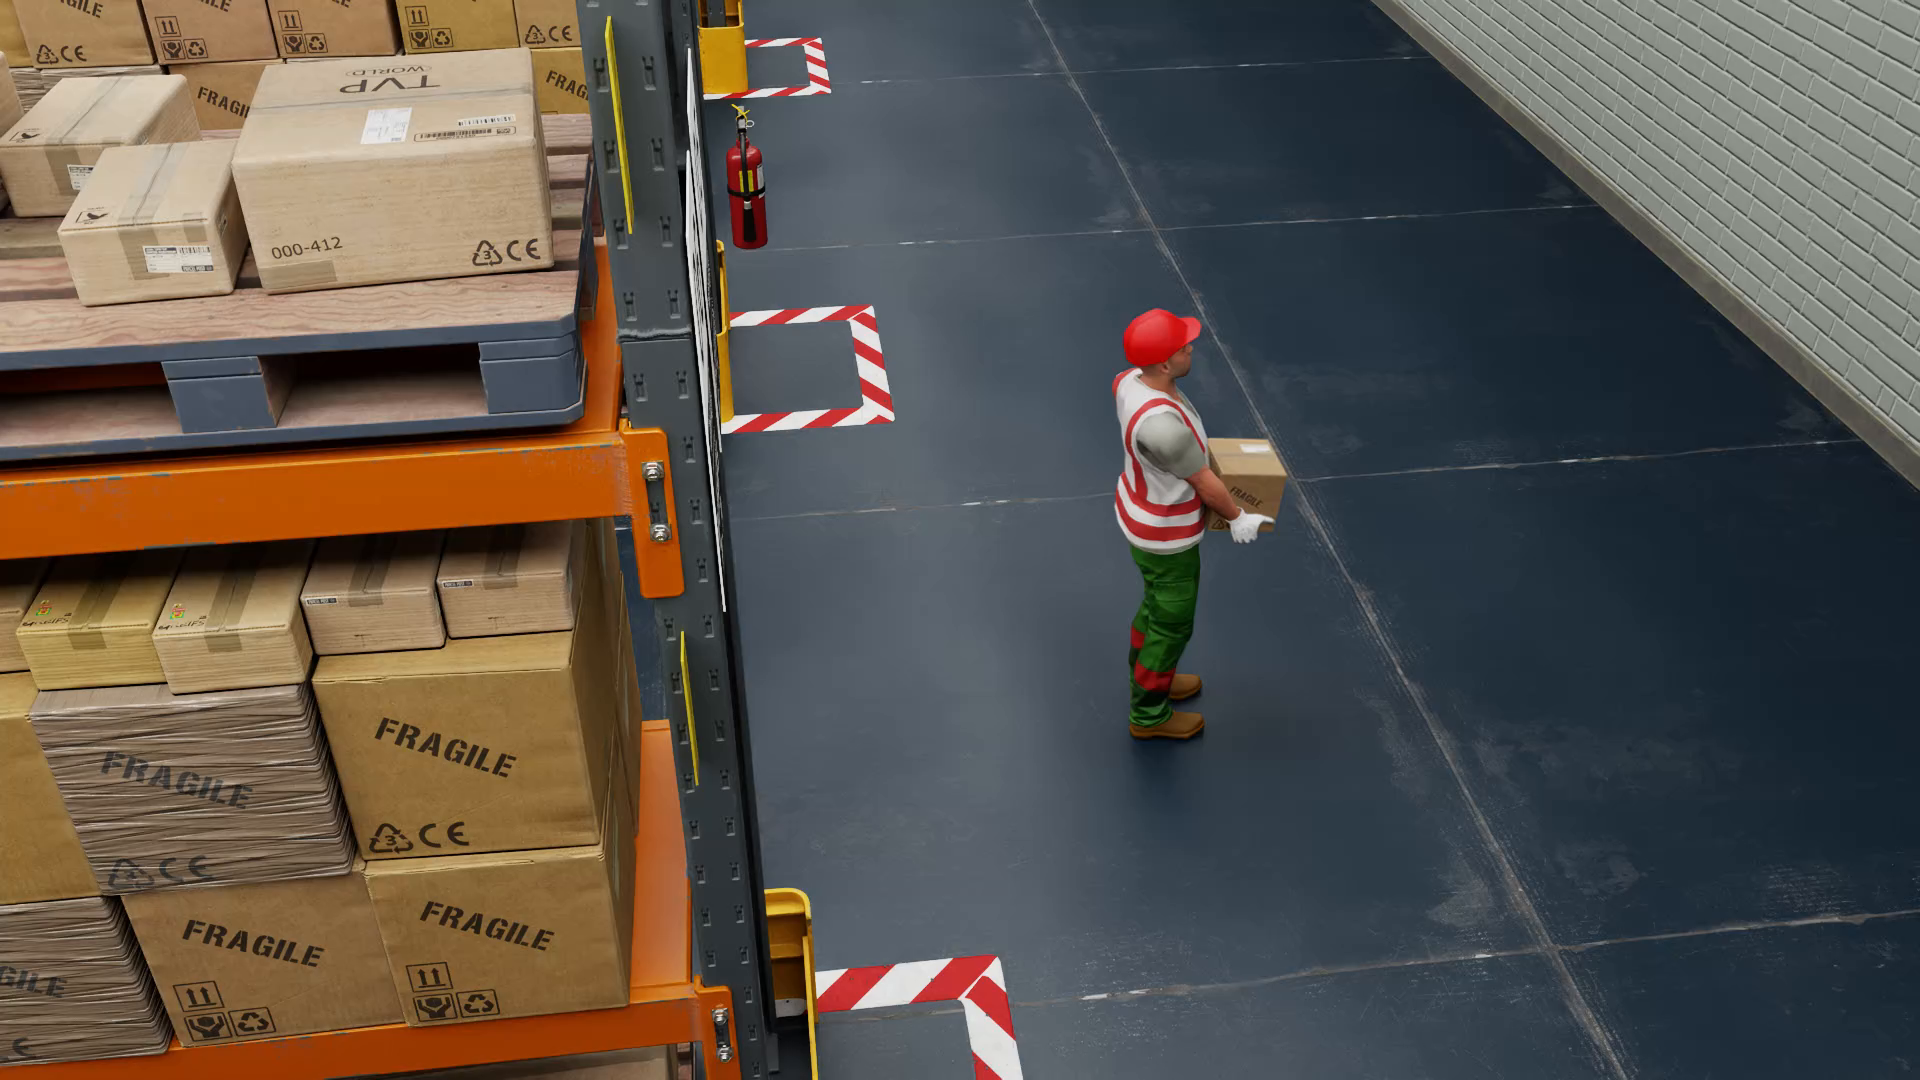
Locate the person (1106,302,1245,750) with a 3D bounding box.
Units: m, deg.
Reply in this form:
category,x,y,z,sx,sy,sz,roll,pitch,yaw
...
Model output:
category,x,y,z,sx,sy,sz,roll,pitch,yaw
person,0.781,-0.060,6.217,0.447,1.780,0.623,-6,35,-8
